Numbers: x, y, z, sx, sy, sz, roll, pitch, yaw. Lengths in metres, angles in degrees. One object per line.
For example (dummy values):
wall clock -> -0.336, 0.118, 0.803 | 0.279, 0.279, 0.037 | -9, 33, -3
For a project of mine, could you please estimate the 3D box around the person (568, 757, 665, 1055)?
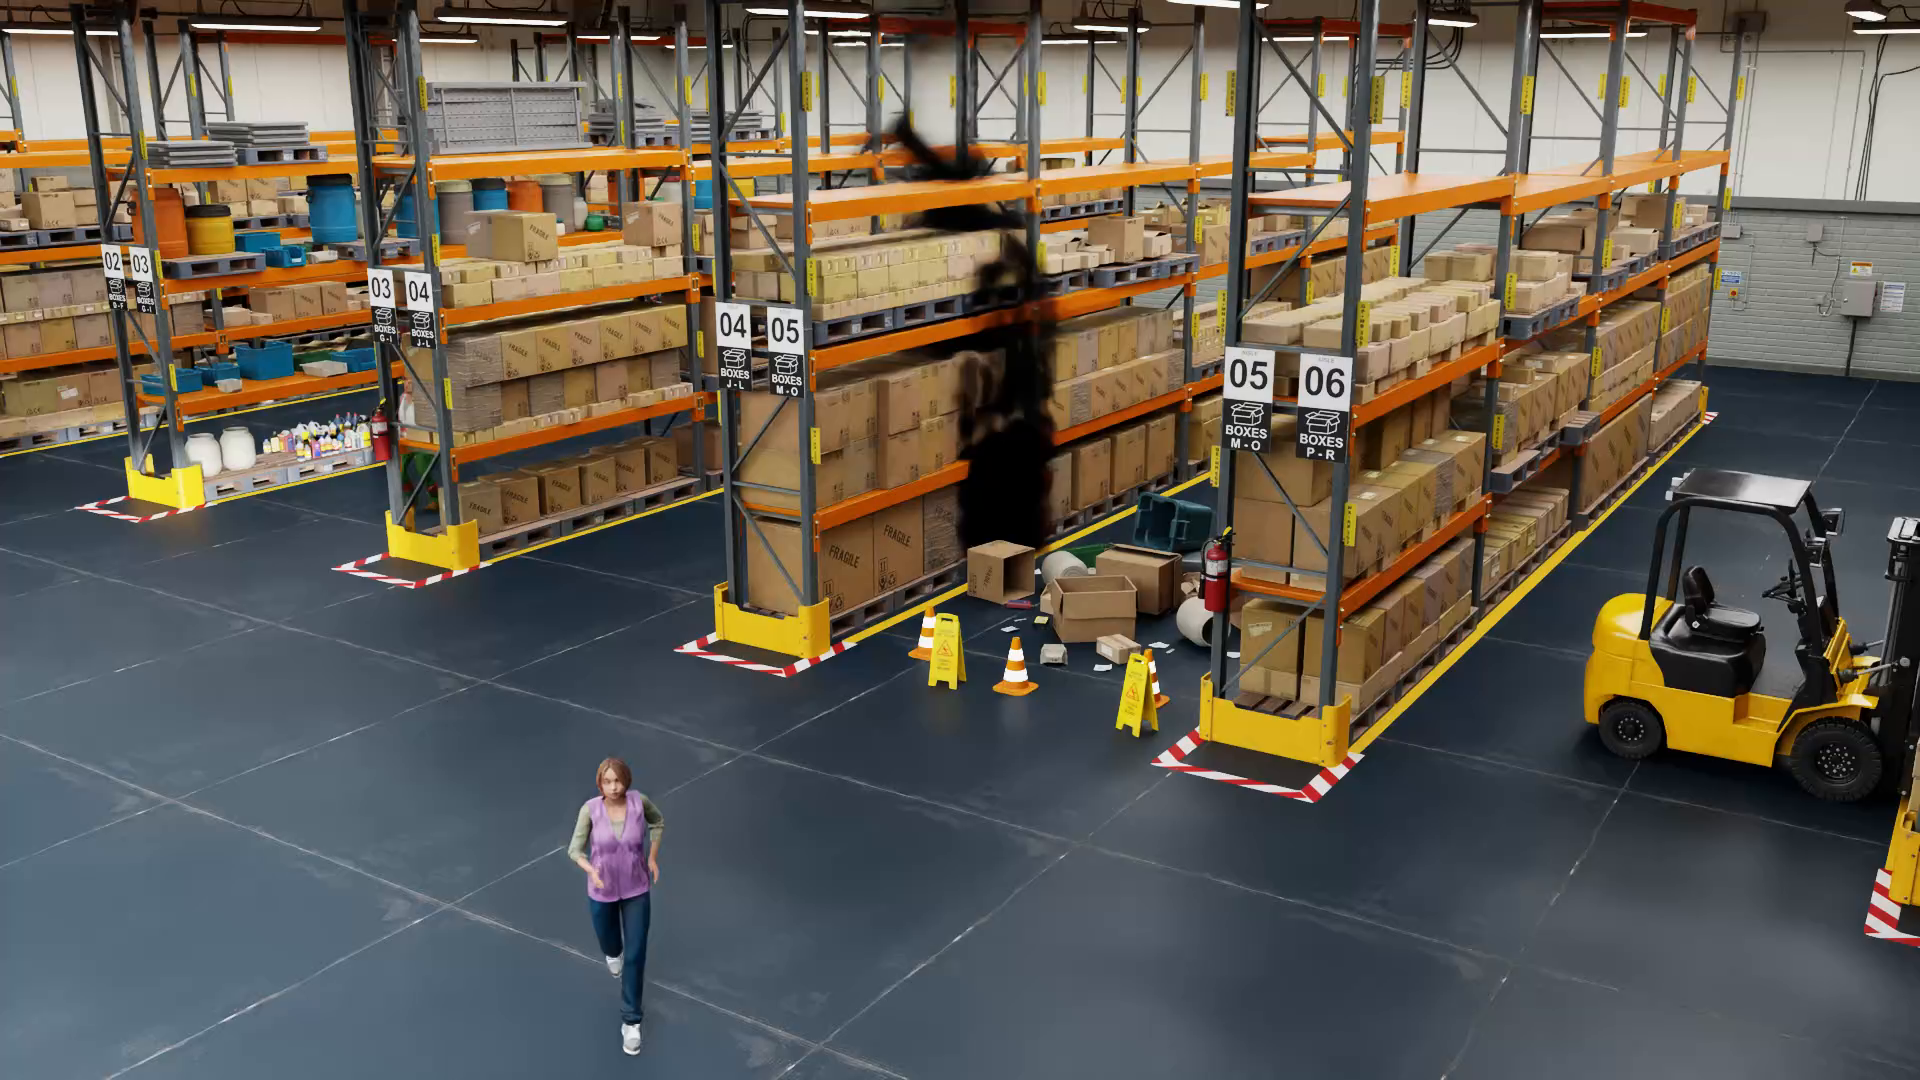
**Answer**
person -> -1.888, 1.944, 9.240 | 0.537, 1.587, 0.860 | -4, 16, -14

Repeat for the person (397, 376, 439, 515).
person -> -6.599, -1.151, 20.113 | 0.691, 1.819, 0.664 | 6, 17, 21
